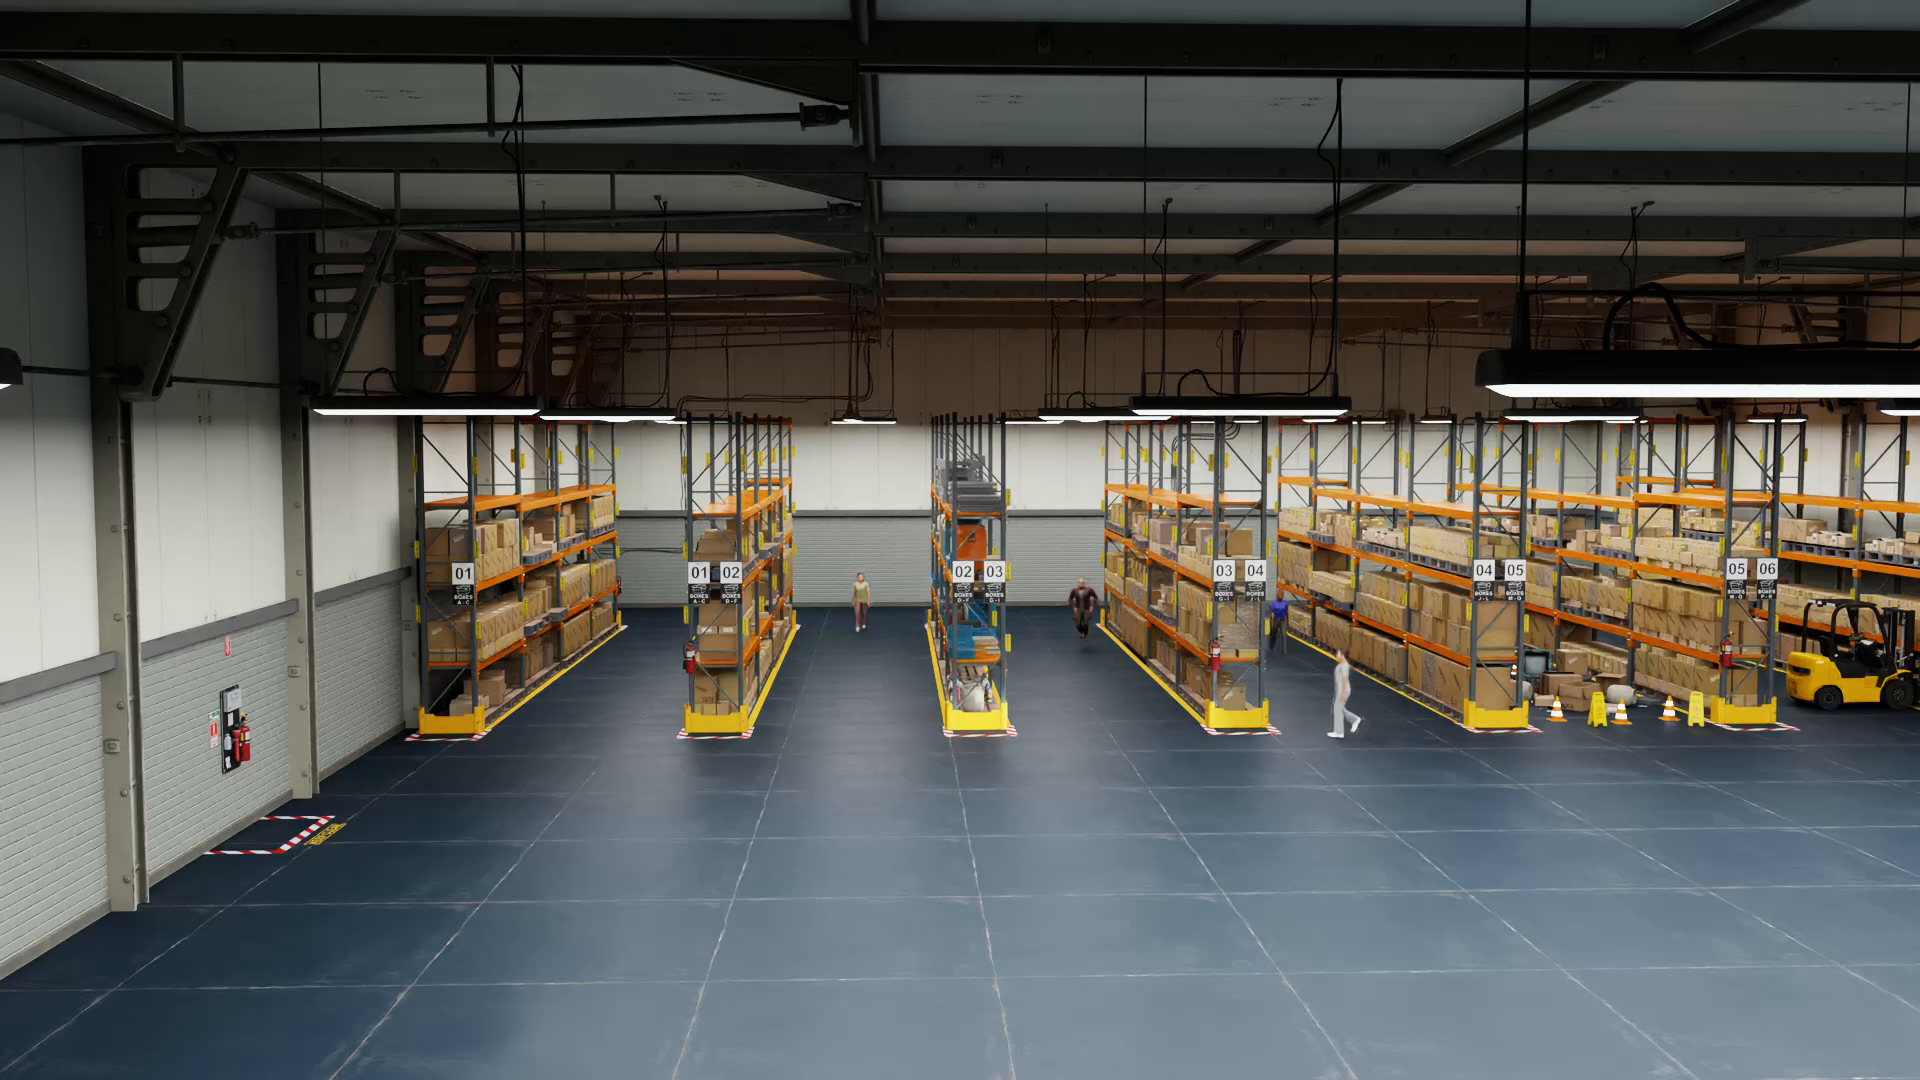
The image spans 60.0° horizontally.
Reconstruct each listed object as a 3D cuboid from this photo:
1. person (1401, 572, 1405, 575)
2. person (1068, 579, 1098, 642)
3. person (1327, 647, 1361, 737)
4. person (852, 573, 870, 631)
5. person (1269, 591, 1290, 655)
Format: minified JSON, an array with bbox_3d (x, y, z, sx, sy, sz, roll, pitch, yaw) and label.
[{"bbox_3d":[12.204,1.752,45.765,0.553,1.730,0.503,-3,5,-36],"label":"person"},{"bbox_3d":[3.175,1.812,42.867,0.752,1.673,0.639,1,4,10],"label":"person"},{"bbox_3d":[7.089,2.797,30.581,0.663,1.654,0.449,0,4,-4],"label":"person"},{"bbox_3d":[-2.781,1.727,46.655,0.509,1.603,1.064,0,4,0],"label":"person"},{"bbox_3d":[8.027,2.066,41.781,0.550,1.588,1.053,0,4,-4],"label":"person"}]
